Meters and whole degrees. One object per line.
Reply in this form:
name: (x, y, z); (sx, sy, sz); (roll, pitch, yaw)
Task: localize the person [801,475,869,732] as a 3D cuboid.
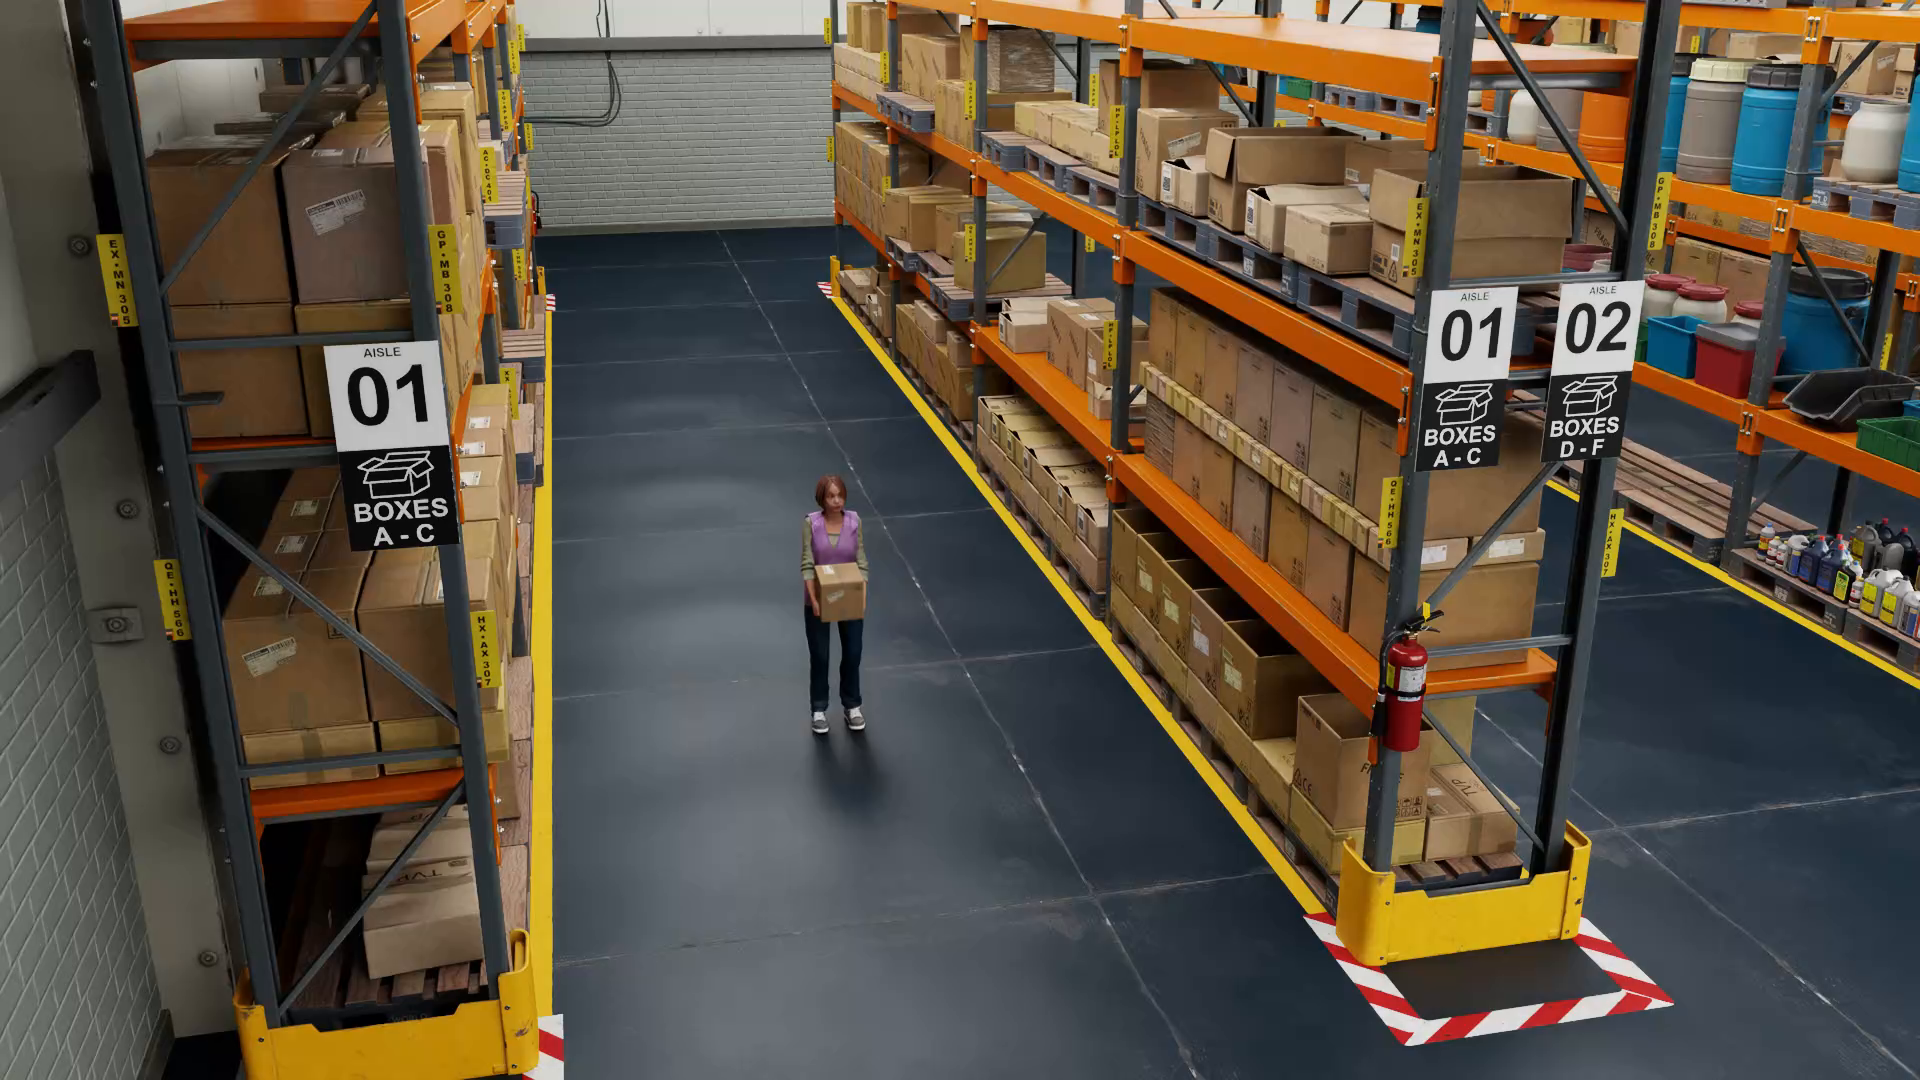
person: (-0.742, 0.410, 9.964); (0.407, 1.588, 0.494); (-5, 20, -12)
